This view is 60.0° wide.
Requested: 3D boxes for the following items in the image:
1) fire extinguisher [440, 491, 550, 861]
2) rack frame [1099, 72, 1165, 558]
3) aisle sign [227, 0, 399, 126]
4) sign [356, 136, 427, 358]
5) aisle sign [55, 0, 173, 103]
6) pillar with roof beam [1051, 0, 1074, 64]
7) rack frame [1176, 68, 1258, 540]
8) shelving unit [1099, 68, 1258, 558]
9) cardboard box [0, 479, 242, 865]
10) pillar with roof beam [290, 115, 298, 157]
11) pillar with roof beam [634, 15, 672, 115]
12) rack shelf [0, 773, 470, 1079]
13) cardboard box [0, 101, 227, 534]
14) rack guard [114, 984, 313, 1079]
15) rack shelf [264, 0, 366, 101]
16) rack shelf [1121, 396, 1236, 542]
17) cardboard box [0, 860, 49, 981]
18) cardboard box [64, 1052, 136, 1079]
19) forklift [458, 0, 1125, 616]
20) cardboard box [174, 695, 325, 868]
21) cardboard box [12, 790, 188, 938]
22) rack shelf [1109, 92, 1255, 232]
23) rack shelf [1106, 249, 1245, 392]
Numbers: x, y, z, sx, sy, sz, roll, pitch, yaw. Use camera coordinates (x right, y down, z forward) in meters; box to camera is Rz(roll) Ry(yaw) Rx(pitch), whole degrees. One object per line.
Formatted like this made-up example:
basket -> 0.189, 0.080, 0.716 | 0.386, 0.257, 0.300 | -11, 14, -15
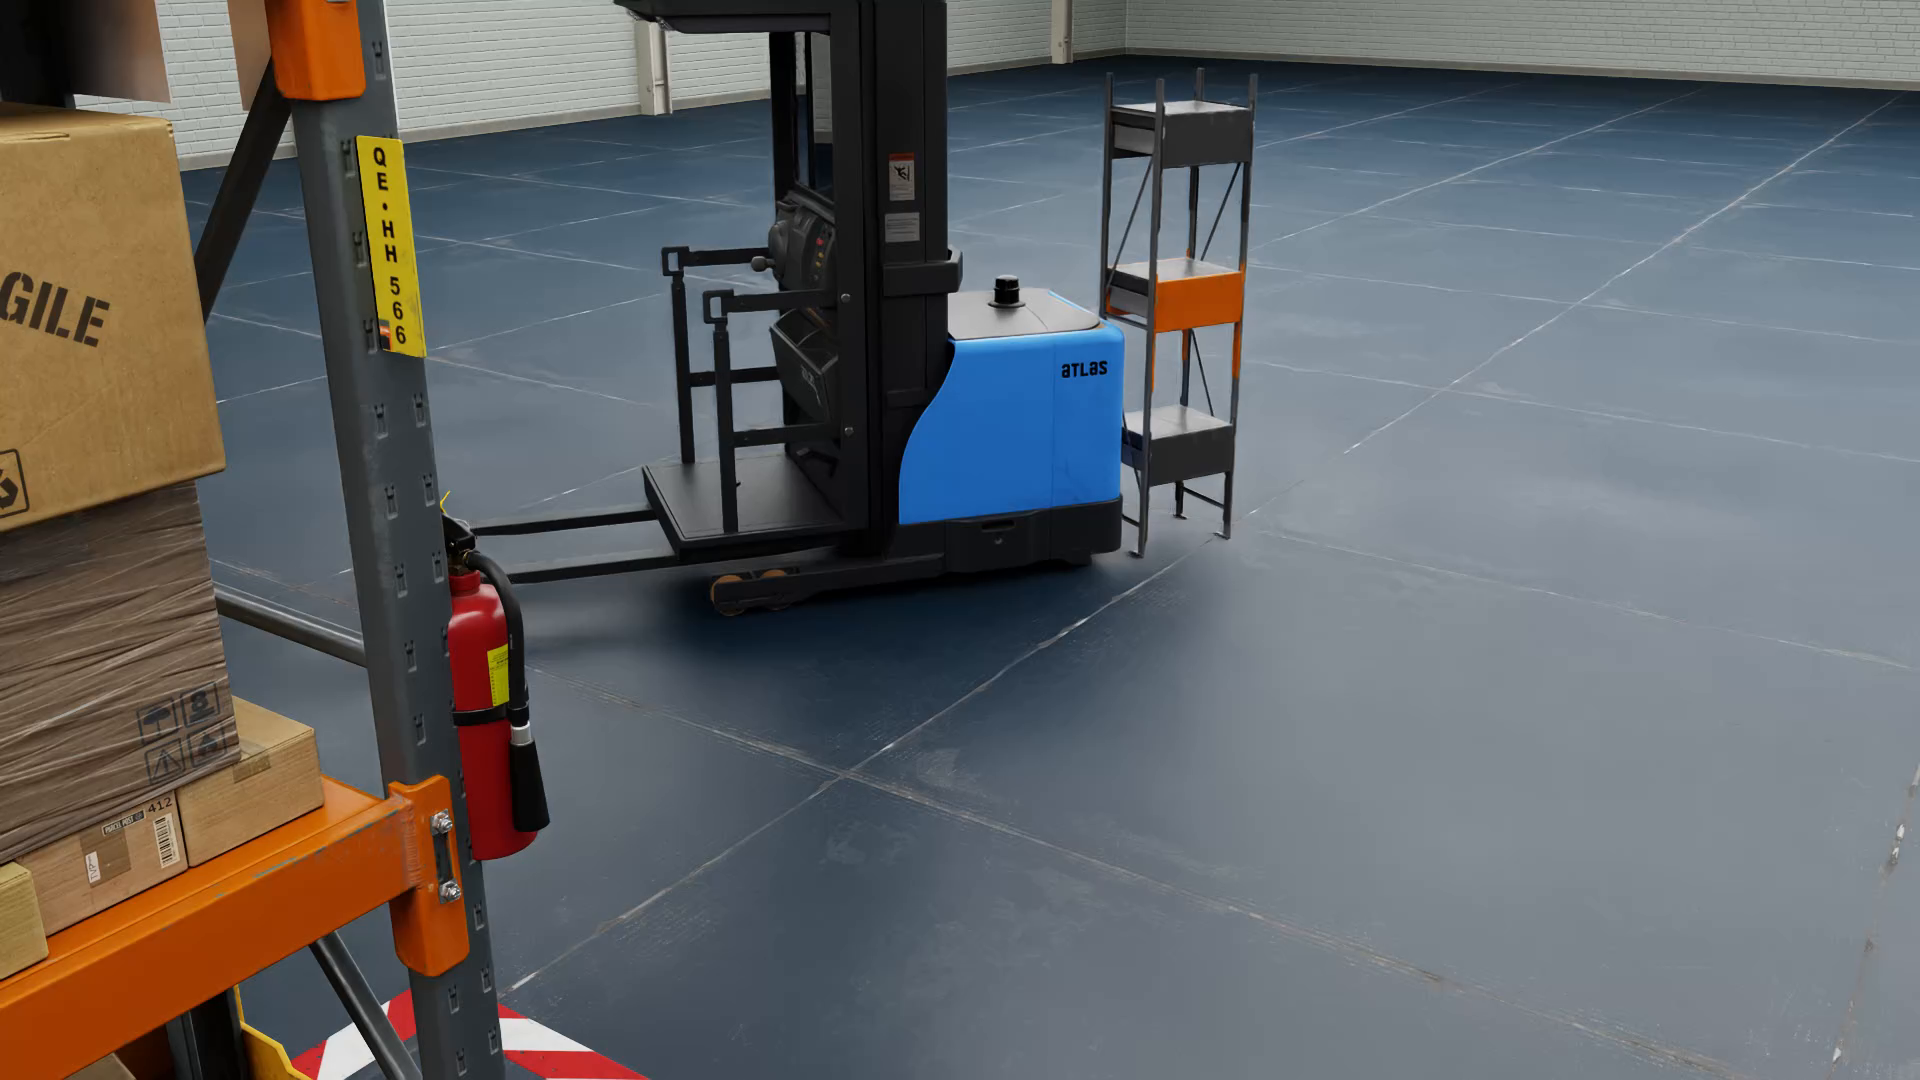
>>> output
fire extinguisher -> -0.858, 0.231, 2.929 | 0.296, 0.674, 0.183 | 13, 24, 32
rack frame -> 0.733, -0.963, 7.342 | 0.015, 2.100, 0.400 | -11, 23, -28
aisle sign -> -1.021, -1.041, 2.508 | 0.394, 0.787, 0.004 | 13, 24, 32
sign -> -0.856, -0.440, 2.506 | 0.100, 0.325, 0.005 | 13, 24, 32
aisle sign -> -1.517, -1.158, 2.825 | 0.394, 0.787, 0.004 | 13, 24, 32
pillar with roof beam -> 5.681, -13.320, 30.803 | 9.100, 9.000, 0.400 | 13, 24, 32
rack frame -> 1.156, -1.048, 7.571 | 0.015, 2.100, 0.400 | -11, 23, -28
shelving unit -> 0.945, -1.005, 7.456 | 0.503, 2.100, 0.431 | -11, 23, -28
cardboard box -> -1.636, 0.104, 2.588 | 0.875, 0.500, 0.500 | 13, 24, 32
pillar with roof beam -> -4.438, -8.155, 16.841 | 9.100, 9.000, 0.400 | 13, 24, 32
pillar with roof beam -> -1.065, -9.877, 21.495 | 9.100, 9.000, 0.400 | 13, 24, 32
rack shelf -> -2.428, 1.049, 1.643 | 1.077, 0.370, 4.000 | 13, 24, 32
cardboard box -> -1.409, -0.312, 2.270 | 0.500, 0.500, 0.500 | 13, 24, 32
rack guard -> -1.347, 1.332, 3.444 | 1.175, 0.500, 0.348 | 13, 24, 32
rack shelf -> -2.428, -0.358, 1.123 | 1.077, 0.370, 4.000 | 13, 24, 32
rack shelf -> 0.945, -0.336, 7.704 | 0.480, 0.518, 0.431 | -11, 23, -28
cardboard box -> -1.532, 0.531, 2.369 | 0.380, 0.149, 0.250 | 13, 24, 32
cardboard box -> -1.669, 1.289, 2.955 | 0.500, 0.500, 0.500 | 19, 28, 42
forklift -> -0.849, -1.265, 6.960 | 3.031, 2.935, 1.130 | -7, 21, -18
cardboard box -> -1.293, 0.377, 2.783 | 0.380, 0.149, 0.250 | 13, 24, 32
cardboard box -> -1.434, 0.449, 2.590 | 0.380, 0.149, 0.250 | 13, 24, 32
rack shelf -> 0.945, -1.649, 7.218 | 0.480, 0.518, 0.431 | -11, 23, -28
rack shelf -> 0.945, -0.993, 7.461 | 0.480, 0.518, 0.431 | -11, 23, -28
